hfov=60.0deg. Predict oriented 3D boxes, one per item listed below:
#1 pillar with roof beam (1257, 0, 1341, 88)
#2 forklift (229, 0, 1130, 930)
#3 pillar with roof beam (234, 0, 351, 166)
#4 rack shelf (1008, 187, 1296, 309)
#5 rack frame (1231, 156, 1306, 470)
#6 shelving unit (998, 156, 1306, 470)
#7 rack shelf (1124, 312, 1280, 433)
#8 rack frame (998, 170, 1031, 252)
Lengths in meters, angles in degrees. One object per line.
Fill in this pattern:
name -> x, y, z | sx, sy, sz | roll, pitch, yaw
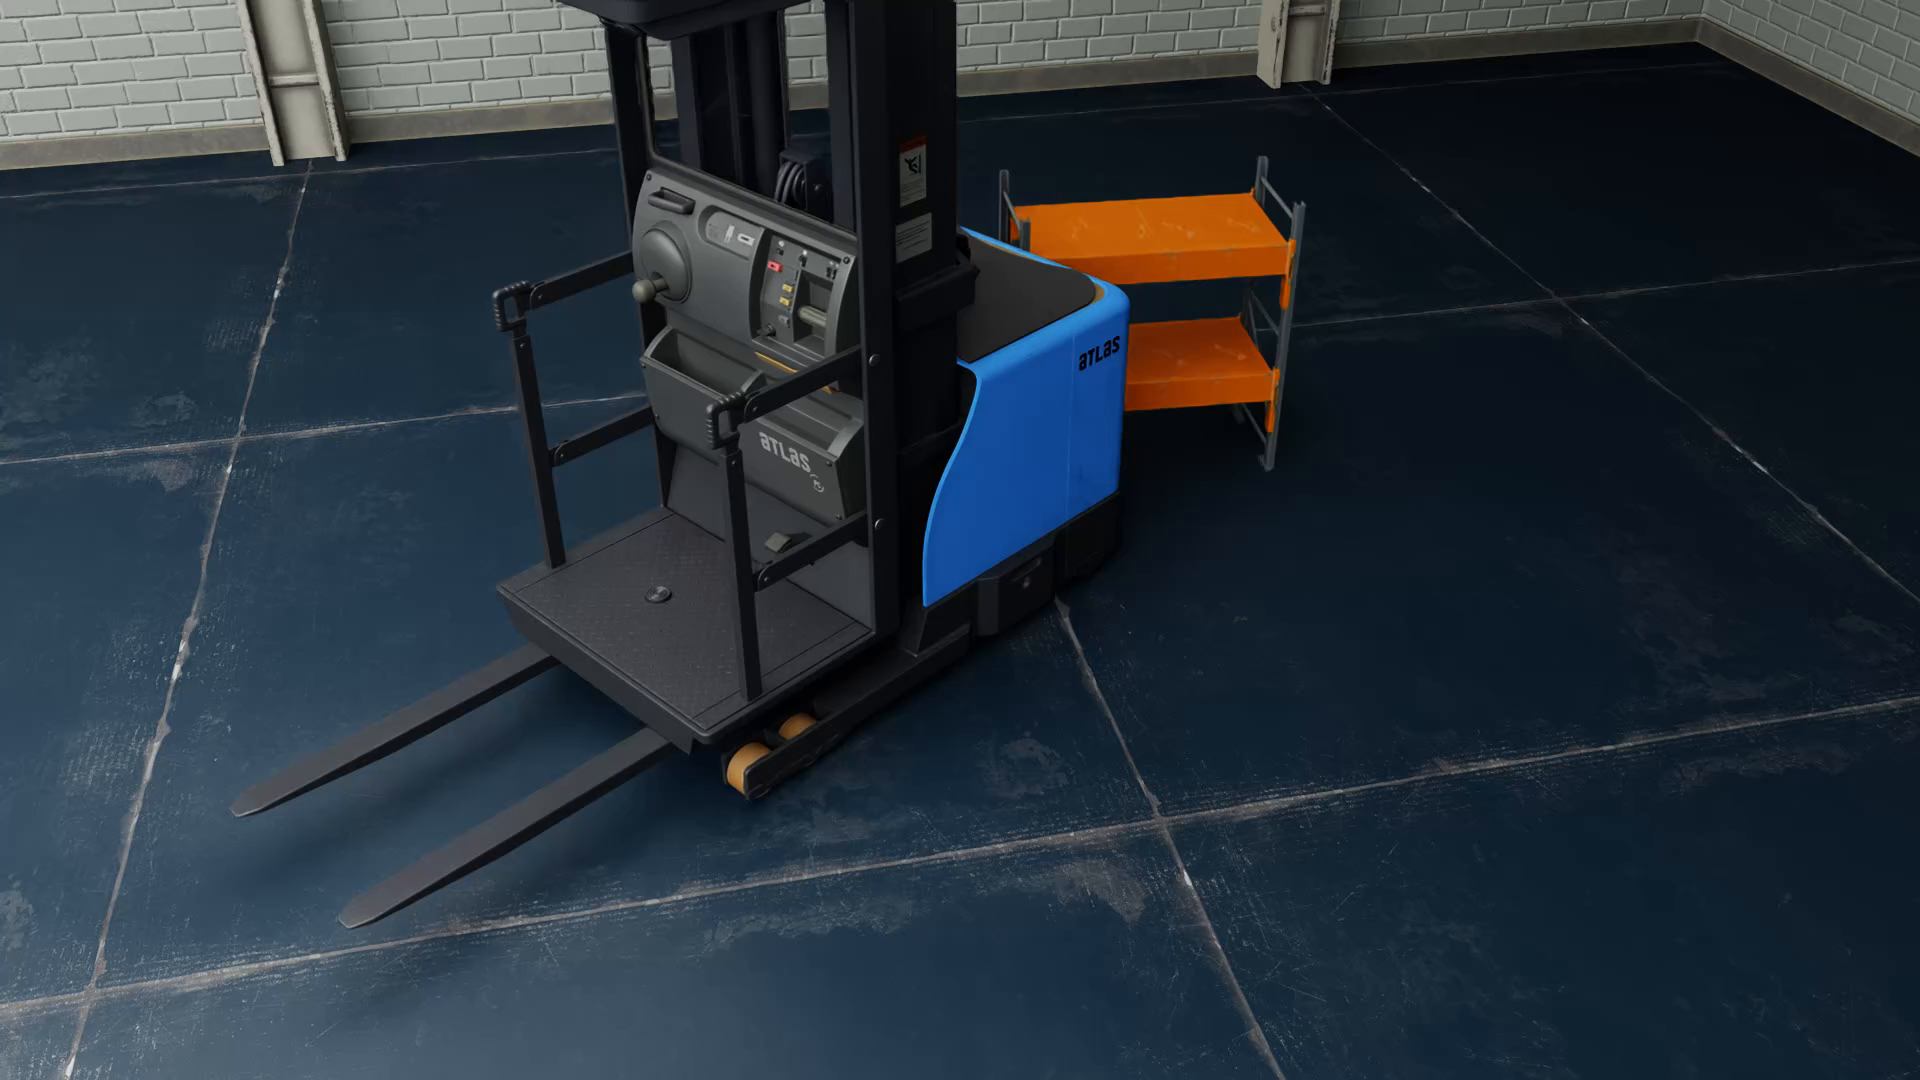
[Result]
pillar with roof beam -> 3.082, -4.356, 4.666 | 0.400, 9.000, 9.100 | -7, 35, -11
forklift -> -0.792, -0.755, 4.744 | 1.130, 2.935, 3.031 | 28, 43, 35
pillar with roof beam -> -2.770, -3.619, 3.567 | 0.400, 9.000, 9.100 | -7, 35, -11
rack shelf -> 0.704, -1.088, 6.336 | 1.000, 0.278, 0.538 | -5, 34, -7
rack frame -> 1.207, -0.885, 6.560 | 0.032, 1.125, 0.500 | -5, 34, -7
shelving unit -> 0.704, -0.845, 6.499 | 1.048, 1.125, 0.538 | -5, 34, -7
rack shelf -> 0.704, -0.642, 6.635 | 1.000, 0.278, 0.538 | -5, 34, -7
rack frame -> 0.201, -0.804, 6.438 | 0.032, 1.125, 0.500 | -5, 34, -7
